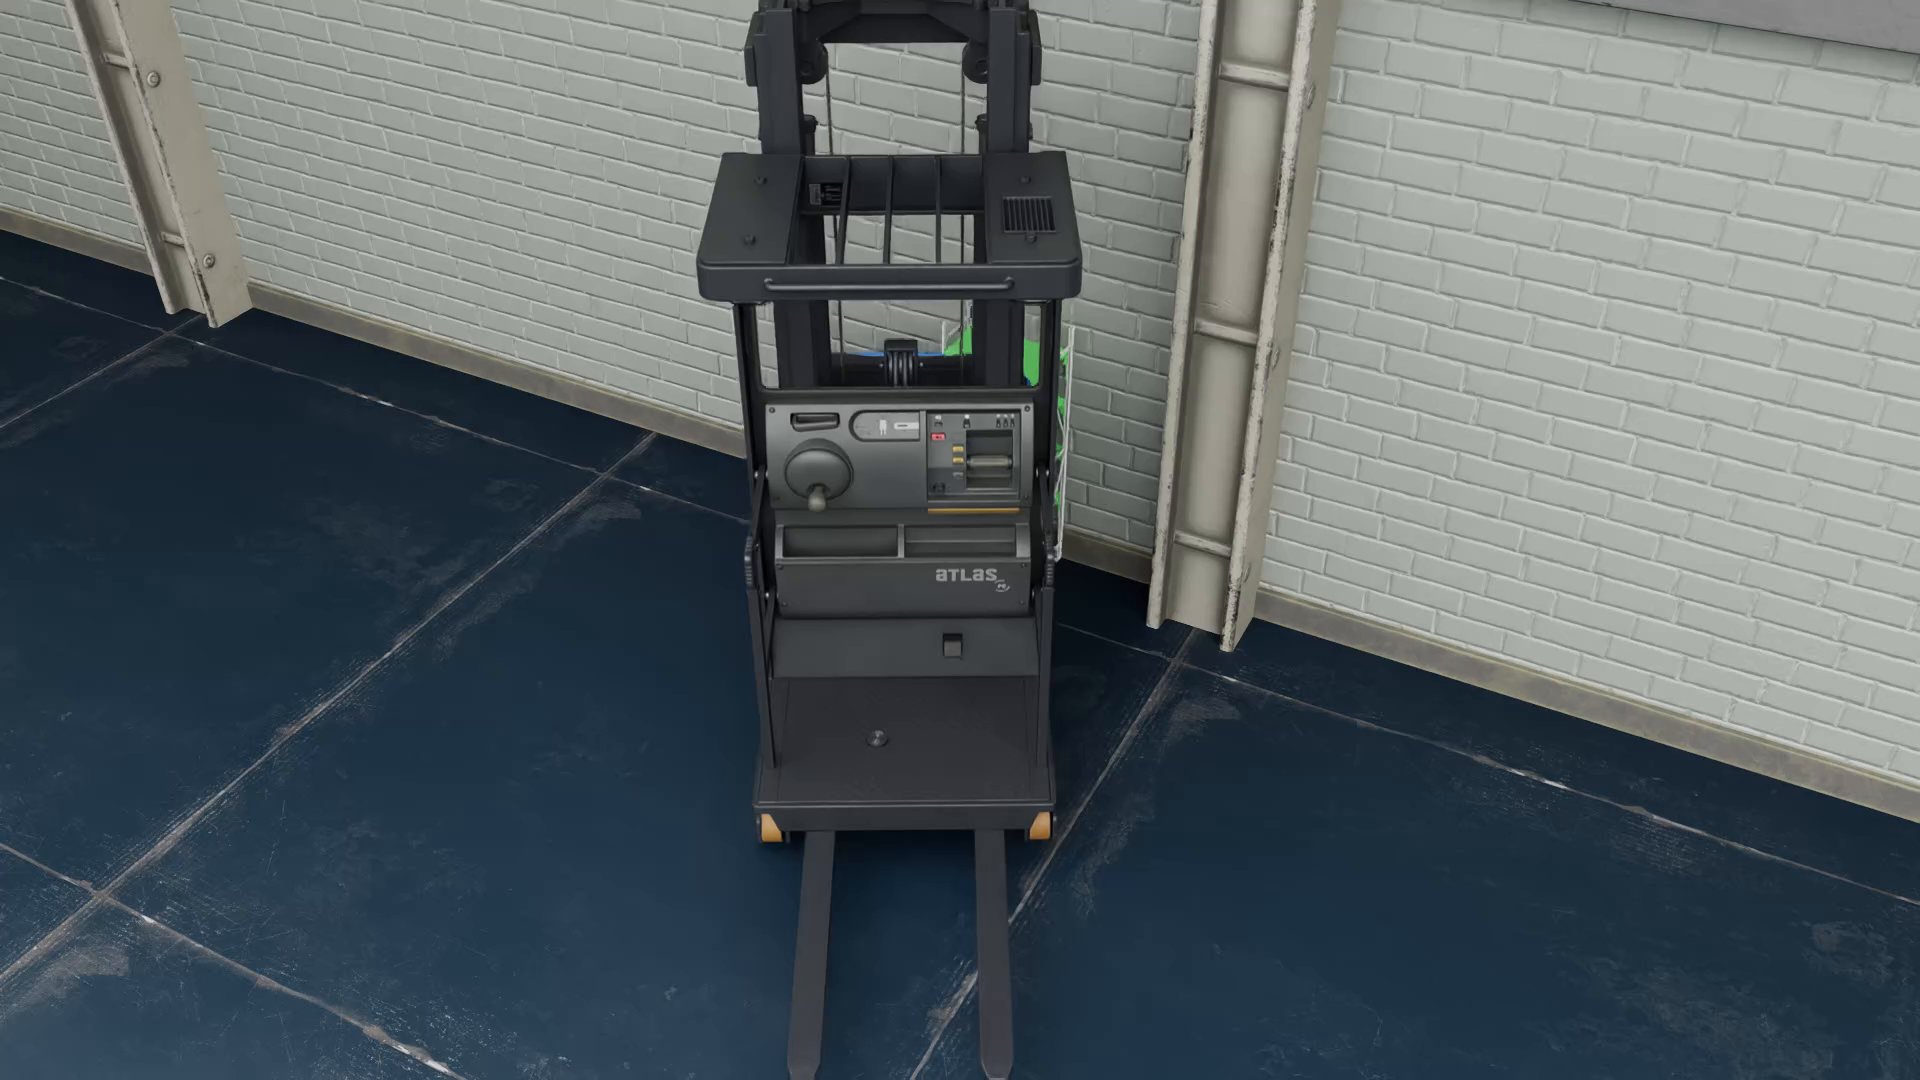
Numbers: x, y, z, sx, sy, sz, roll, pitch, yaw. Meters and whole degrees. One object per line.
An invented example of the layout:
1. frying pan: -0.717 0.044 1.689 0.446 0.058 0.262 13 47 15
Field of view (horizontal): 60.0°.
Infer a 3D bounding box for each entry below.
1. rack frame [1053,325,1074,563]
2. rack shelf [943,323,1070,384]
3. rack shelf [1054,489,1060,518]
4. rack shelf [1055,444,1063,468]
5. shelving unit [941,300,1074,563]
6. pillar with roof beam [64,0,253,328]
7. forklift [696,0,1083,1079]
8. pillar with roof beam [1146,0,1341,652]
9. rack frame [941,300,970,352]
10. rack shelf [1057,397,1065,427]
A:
1. rack frame: 0.412 -0.347 7.203 0.015 1.200 0.240 17 39 21
2. rack shelf: 0.198 -0.749 7.044 0.480 0.148 0.258 17 39 21
3. rack shelf: 0.190 -0.167 7.468 0.480 0.148 0.258 17 39 21
4. rack shelf: 0.193 -0.361 7.327 0.480 0.148 0.258 17 39 21
5. shelving unit: 0.193 -0.413 7.289 0.503 1.200 0.258 17 39 21
6. pillar with roof beam: -6.252 -2.596 3.728 0.400 9.000 9.100 17 41 21
7. forklift: -0.203 -0.225 5.622 1.130 2.935 3.031 0 37 -1
8. pillar with roof beam: -0.924 -0.928 1.530 0.400 9.000 9.100 17 41 21
9. rack frame: -0.025 -0.479 7.376 0.015 1.200 0.240 17 39 21
10. rack shelf: 0.195 -0.555 7.186 0.480 0.148 0.258 17 39 21
